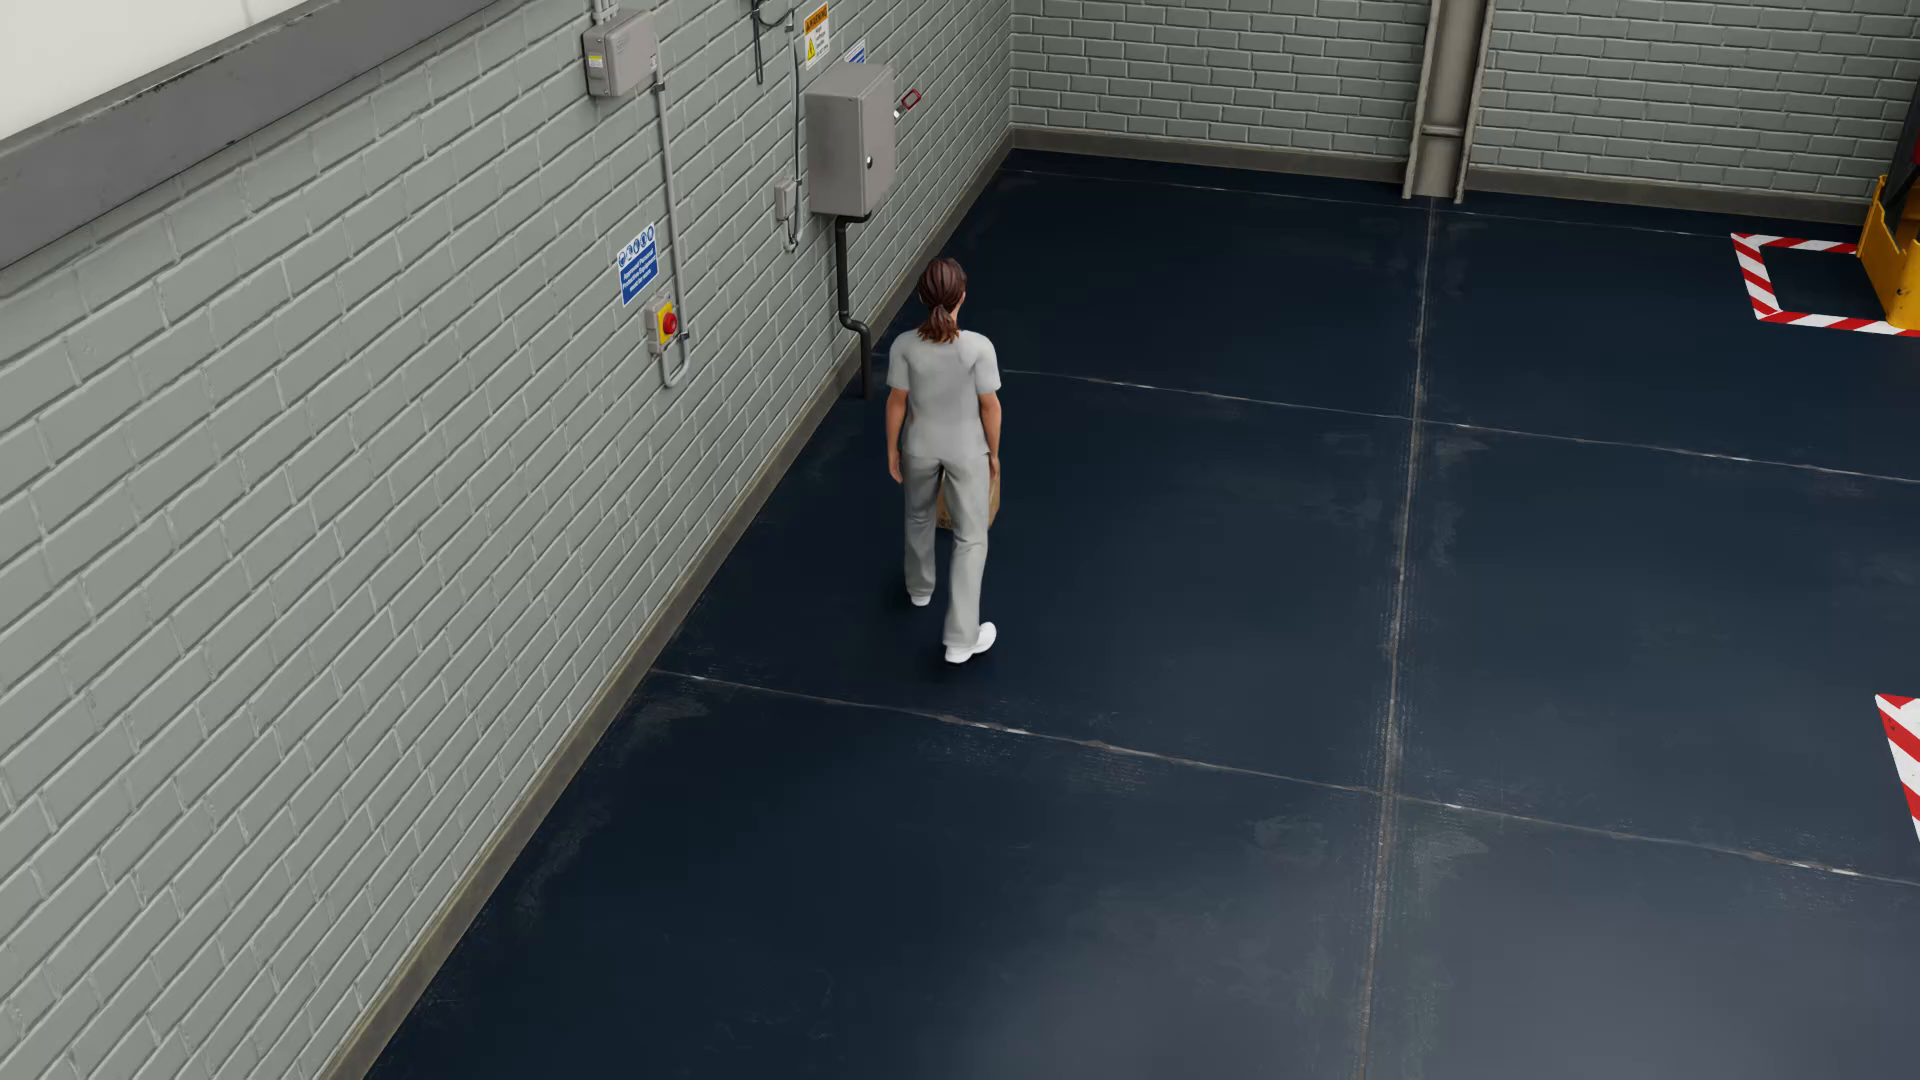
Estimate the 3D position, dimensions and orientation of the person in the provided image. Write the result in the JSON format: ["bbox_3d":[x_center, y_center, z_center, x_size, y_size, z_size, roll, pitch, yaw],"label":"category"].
[{"bbox_3d":[-0.058,-0.359,6.691,0.469,1.666,0.747,5,33,8],"label":"person"}]
